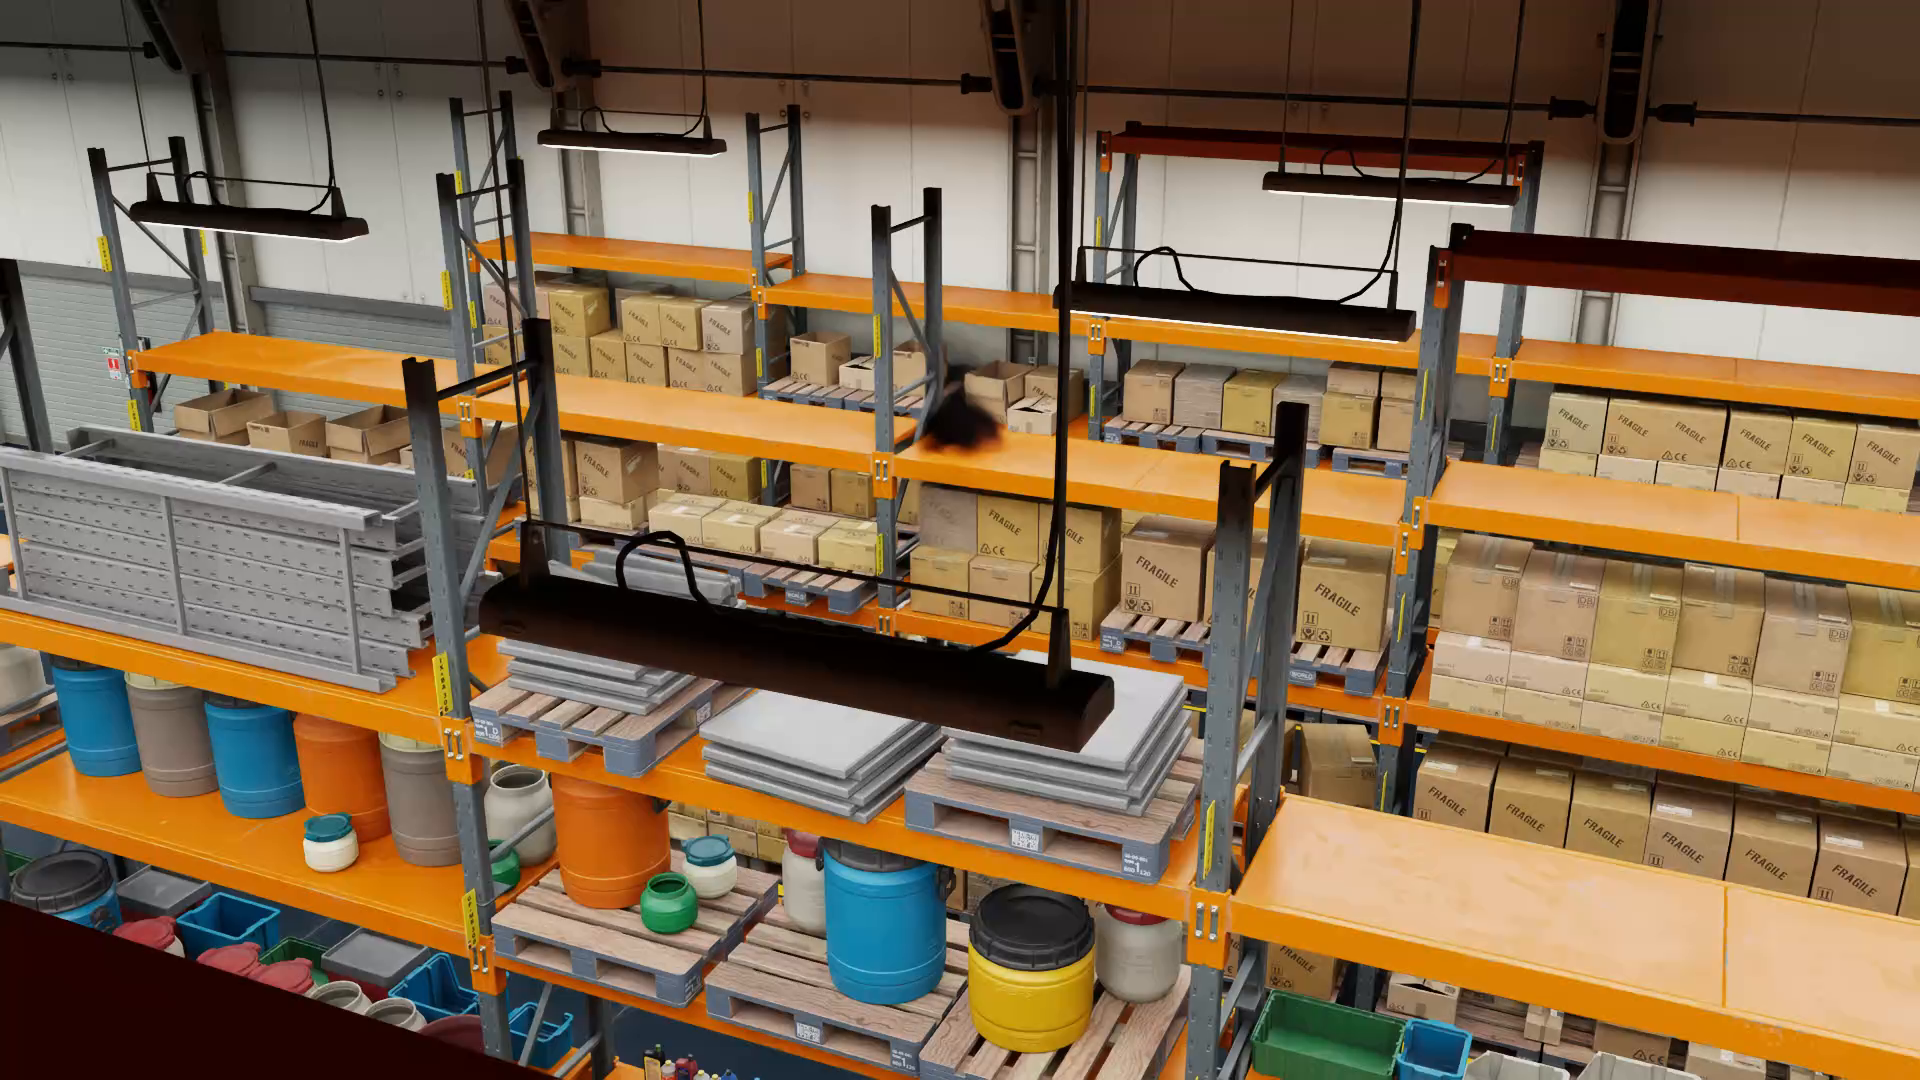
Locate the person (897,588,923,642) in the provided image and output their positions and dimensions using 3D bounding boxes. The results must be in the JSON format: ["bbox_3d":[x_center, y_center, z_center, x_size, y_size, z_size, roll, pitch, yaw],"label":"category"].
[{"bbox_3d":[-0.486,1.153,17.336,0.720,1.646,0.609,1,21,3],"label":"person"}]
